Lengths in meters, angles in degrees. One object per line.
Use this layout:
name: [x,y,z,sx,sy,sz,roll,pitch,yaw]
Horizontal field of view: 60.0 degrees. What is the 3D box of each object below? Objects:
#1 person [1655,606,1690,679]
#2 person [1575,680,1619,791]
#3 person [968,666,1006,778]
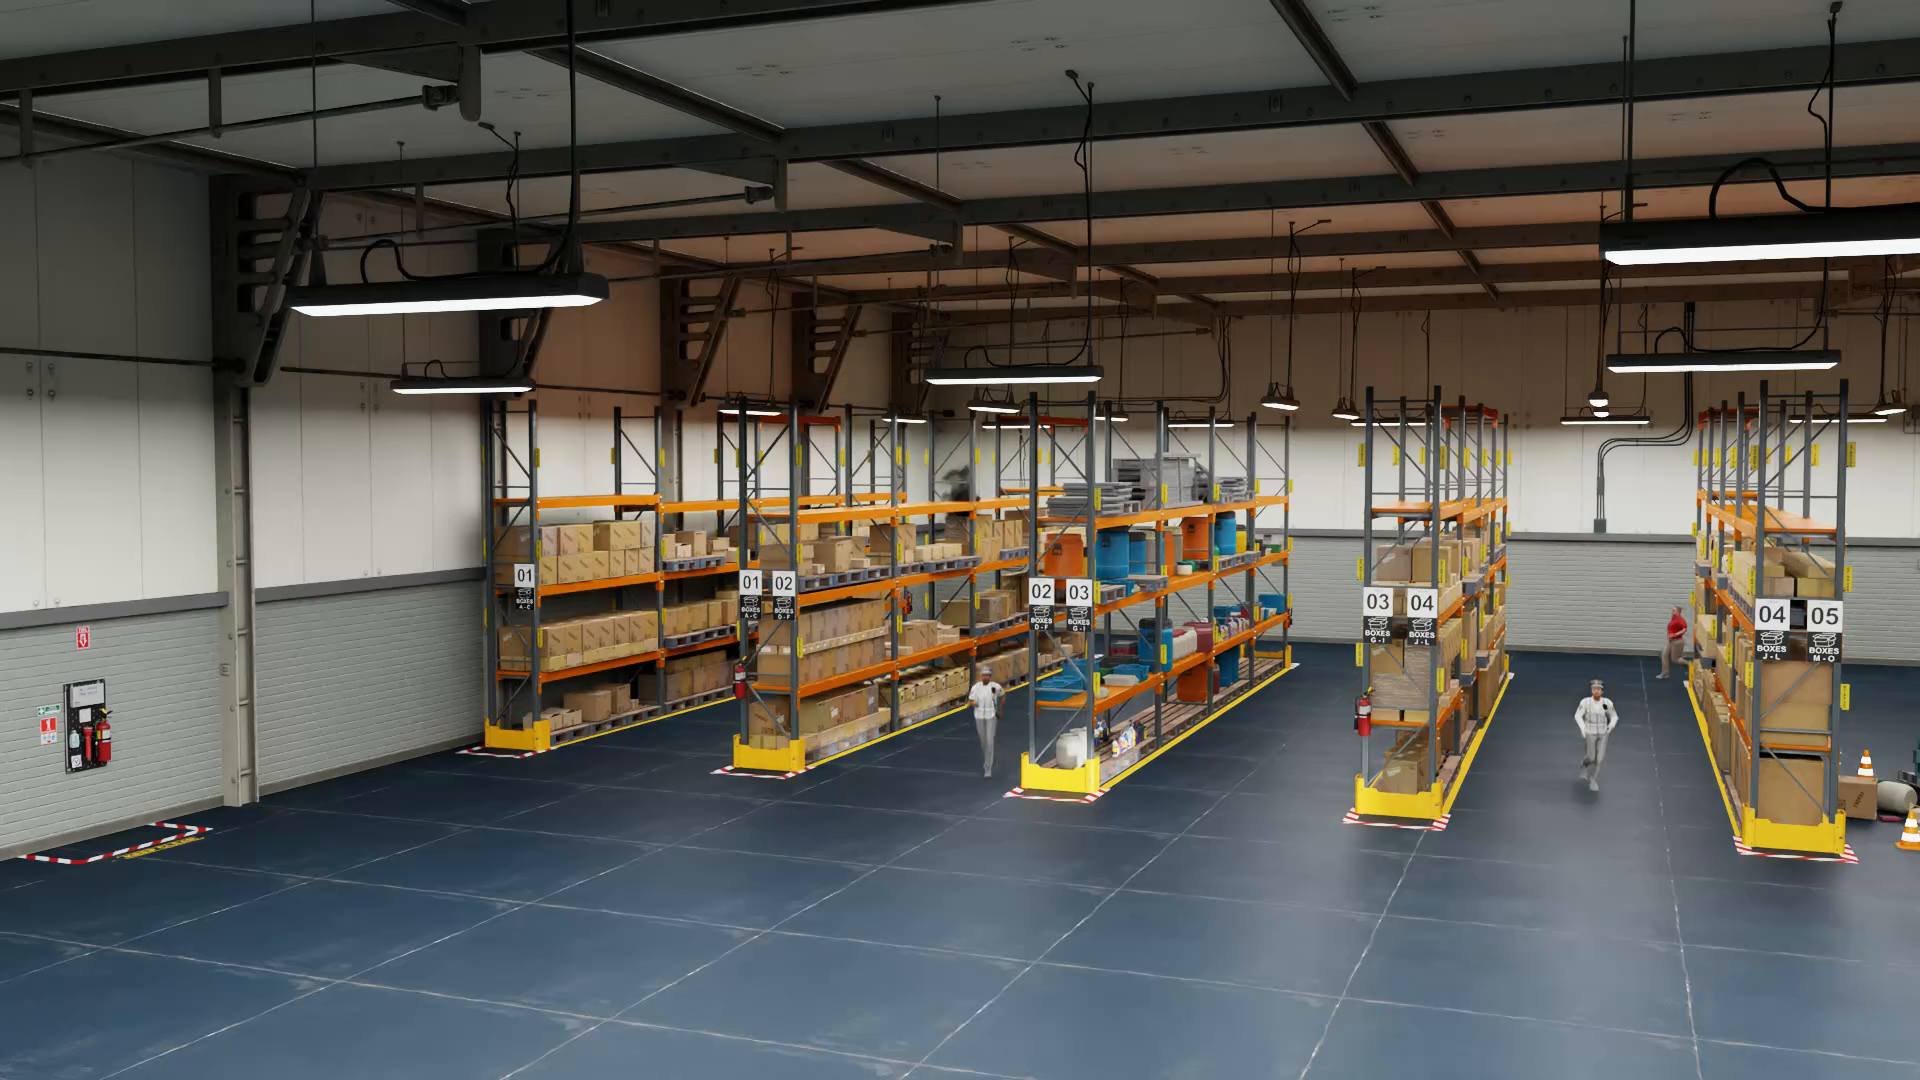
person: [16.212,2.321,37.519,0.866,1.697,0.712,0,3,6]
person: [9.644,2.938,25.177,0.610,1.671,0.588,1,3,14]
person: [0.414,2.852,26.349,0.567,1.747,0.787,1,3,15]
